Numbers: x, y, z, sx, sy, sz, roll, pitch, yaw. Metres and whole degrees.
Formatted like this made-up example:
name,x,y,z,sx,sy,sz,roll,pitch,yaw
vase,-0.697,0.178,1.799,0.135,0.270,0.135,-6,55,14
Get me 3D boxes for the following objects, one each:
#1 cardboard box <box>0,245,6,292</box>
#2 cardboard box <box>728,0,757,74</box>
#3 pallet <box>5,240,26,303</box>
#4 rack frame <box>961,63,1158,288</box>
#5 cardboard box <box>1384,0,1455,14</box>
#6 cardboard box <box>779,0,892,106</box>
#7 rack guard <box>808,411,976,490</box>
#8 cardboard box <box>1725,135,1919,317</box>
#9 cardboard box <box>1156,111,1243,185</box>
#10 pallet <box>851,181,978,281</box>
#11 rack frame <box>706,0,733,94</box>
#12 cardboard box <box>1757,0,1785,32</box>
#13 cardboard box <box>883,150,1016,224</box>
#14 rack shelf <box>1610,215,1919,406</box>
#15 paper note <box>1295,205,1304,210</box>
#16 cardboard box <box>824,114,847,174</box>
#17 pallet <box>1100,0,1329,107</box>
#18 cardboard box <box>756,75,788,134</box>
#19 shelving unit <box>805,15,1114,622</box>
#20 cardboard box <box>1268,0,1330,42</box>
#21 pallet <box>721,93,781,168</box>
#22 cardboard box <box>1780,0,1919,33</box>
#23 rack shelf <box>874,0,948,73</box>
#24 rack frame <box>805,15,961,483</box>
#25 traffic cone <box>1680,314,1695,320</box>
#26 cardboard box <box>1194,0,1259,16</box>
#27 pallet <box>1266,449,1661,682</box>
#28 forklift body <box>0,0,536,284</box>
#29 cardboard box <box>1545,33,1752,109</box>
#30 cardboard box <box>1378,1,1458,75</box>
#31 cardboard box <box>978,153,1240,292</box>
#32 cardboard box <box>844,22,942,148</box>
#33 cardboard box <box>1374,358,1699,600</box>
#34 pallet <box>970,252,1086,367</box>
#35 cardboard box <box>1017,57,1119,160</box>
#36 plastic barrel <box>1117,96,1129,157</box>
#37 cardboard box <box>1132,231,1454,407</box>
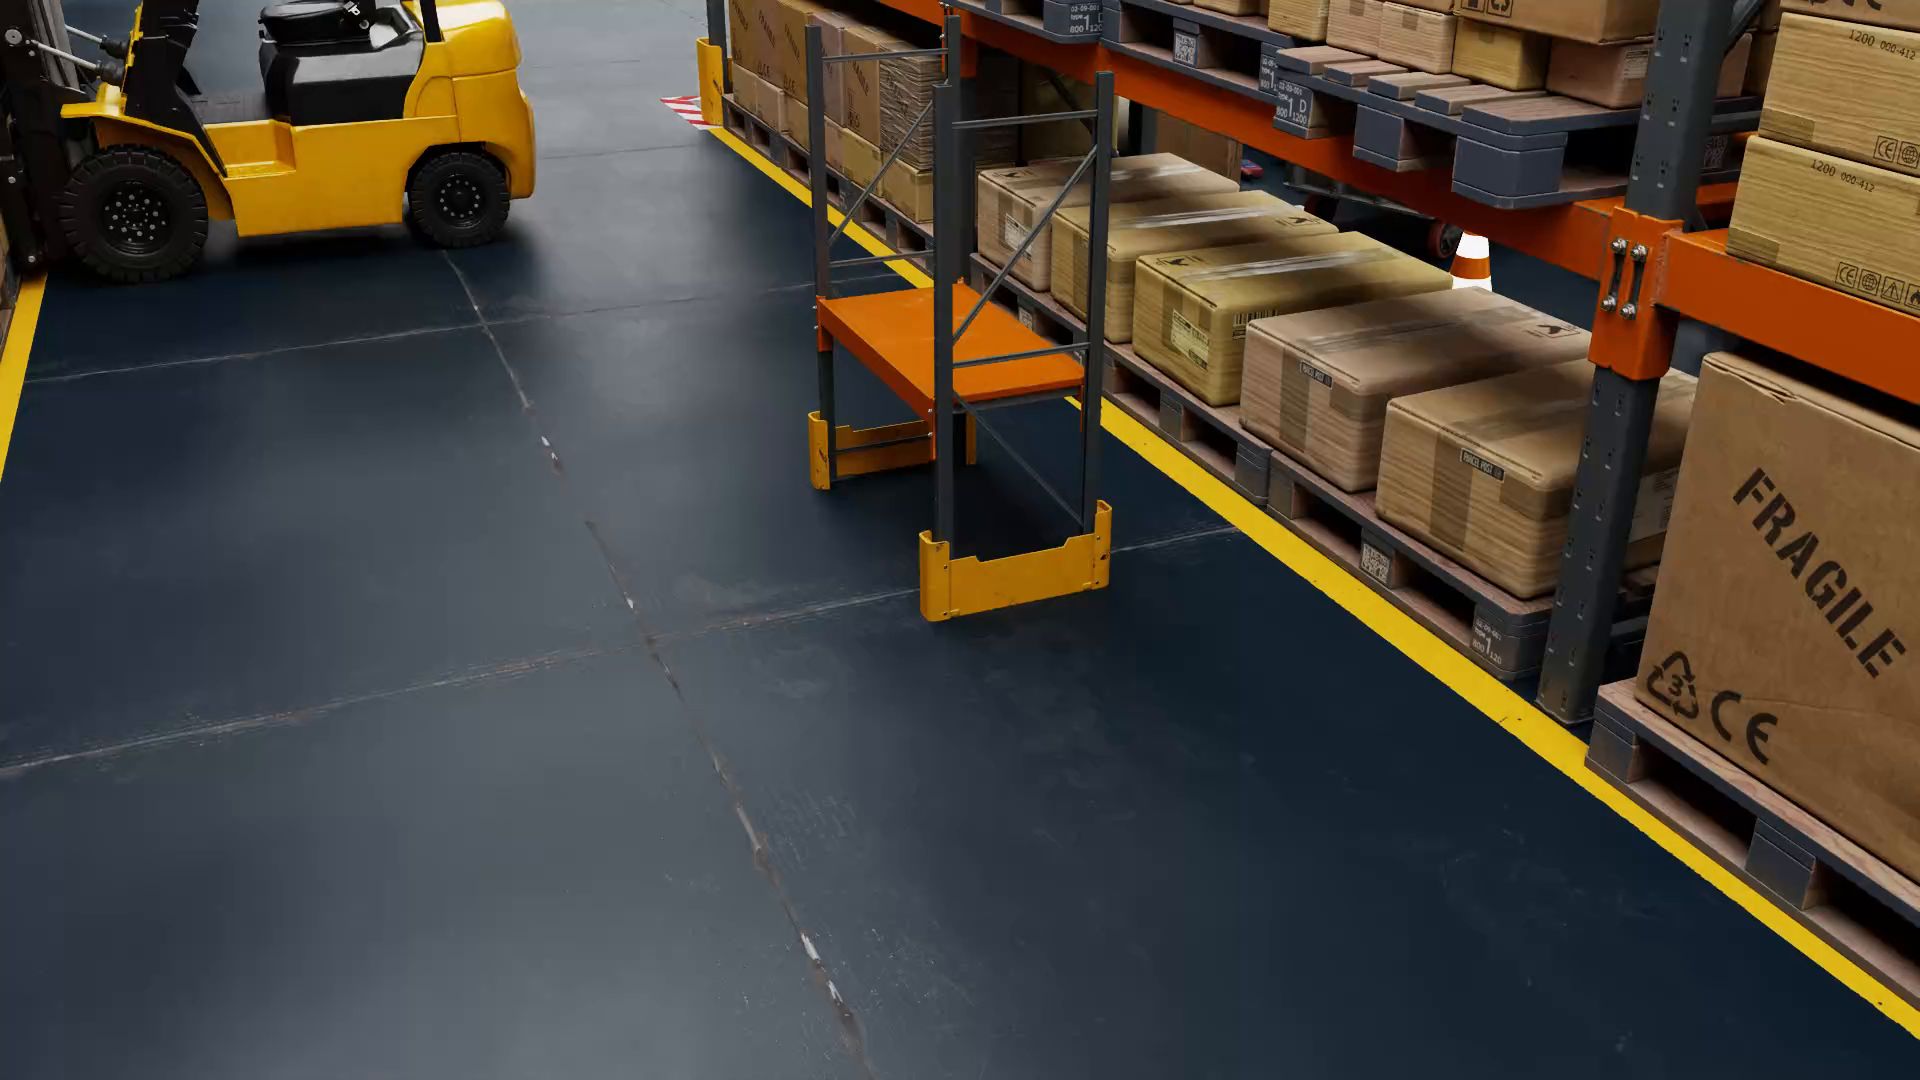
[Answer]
name,x,y,z,sx,sy,sz,roll,pitch,yaw
cardboard box,-4.241,-1.143,6.827,0.500,0.250,0.500,-11,28,-22
cardboard box,-1.073,-3.112,10.005,0.500,0.500,0.500,-12,28,-22
pallet,-4.898,-1.304,7.679,1.003,0.211,1.213,-11,28,-21
rack frame,0.423,-2.589,7.135,1.000,3.000,0.127,-11,28,-21
cardboard box,1.343,-1.685,4.350,0.500,0.500,0.500,-11,28,-21
cardboard box,-0.675,-2.697,9.157,0.500,0.500,0.500,-10,28,-20
rack guard,-0.225,-0.344,5.670,0.587,0.250,0.087,-11,28,-21
cardboard box,1.949,-0.666,3.367,0.500,0.250,0.500,-11,28,-21
cardboard box,1.255,-2.134,9.047,0.500,0.500,0.500,8,27,15
pallet,0.127,-1.601,8.289,1.003,0.211,1.213,-11,28,-21
rack frame,-1.144,-4.204,10.442,1.000,3.000,0.127,-11,28,-21
cardboard box,2.026,-1.563,4.102,0.500,0.500,0.500,-11,28,-22
cardboard box,-0.056,-1.735,8.040,0.500,0.250,0.500,-9,28,-18
rack shelf,2.772,0.156,2.332,1.077,0.370,4.000,-11,28,-21
paper note,1.785,-1.762,8.825,0.148,0.019,0.142,-11,28,-21
cardboard box,-0.469,-2.154,8.899,0.500,0.250,0.500,-10,28,-20
pallet,1.176,-1.681,5.492,1.003,0.211,1.213,-11,28,-21
cardboard box,-0.889,-2.577,9.764,0.500,0.250,0.500,-10,28,-19
shelving unit,-0.030,-0.705,4.984,0.587,1.500,1.083,-11,28,-21
cardboard box,1.121,-1.544,4.801,0.380,0.149,0.250,-10,28,-20
pallet,-0.828,-2.586,10.307,1.003,0.211,1.213,-11,28,-21
cardboard box,1.957,-1.228,3.092,0.500,0.500,0.500,-12,28,-22
rack shelf,-0.361,-3.074,8.946,1.077,0.370,4.000,-11,28,-21
rack frame,-0.232,-0.914,5.412,0.500,1.500,0.032,-11,28,-21
traffic cone,3.230,-1.244,7.271,0.336,0.463,0.334,-11,28,-21
cardboard box,0.965,-1.754,5.232,0.380,0.149,0.250,-12,28,-22
pallet,1.684,-0.037,5.086,1.003,0.211,1.213,-11,28,-21
forklift body,-3.288,-2.516,7.953,2.313,2.155,1.214,-11,28,-21
cardboard box,1.644,-1.142,3.979,0.380,0.149,0.250,-10,28,-19
cardboard box,1.333,-1.332,4.367,0.380,0.149,0.250,-11,28,-21
cardboard box,0.630,-1.386,7.186,0.950,0.372,0.625,-10,28,-20
cardboard box,-0.257,-2.277,8.296,0.500,0.500,0.500,-10,28,-20
cardboard box,1.777,-0.212,4.782,0.950,0.372,0.625,-13,29,-24
pallet,0.729,-1.022,7.103,1.003,0.211,1.213,-11,28,-21
cardboard box,0.440,-2.164,8.064,0.500,0.500,0.500,-9,27,-18
plastic barrel,1.058,-2.473,9.832,0.512,0.421,0.421,8,27,15
cardboard box,1.189,-0.816,6.019,0.950,0.372,0.625,-10,28,-19
